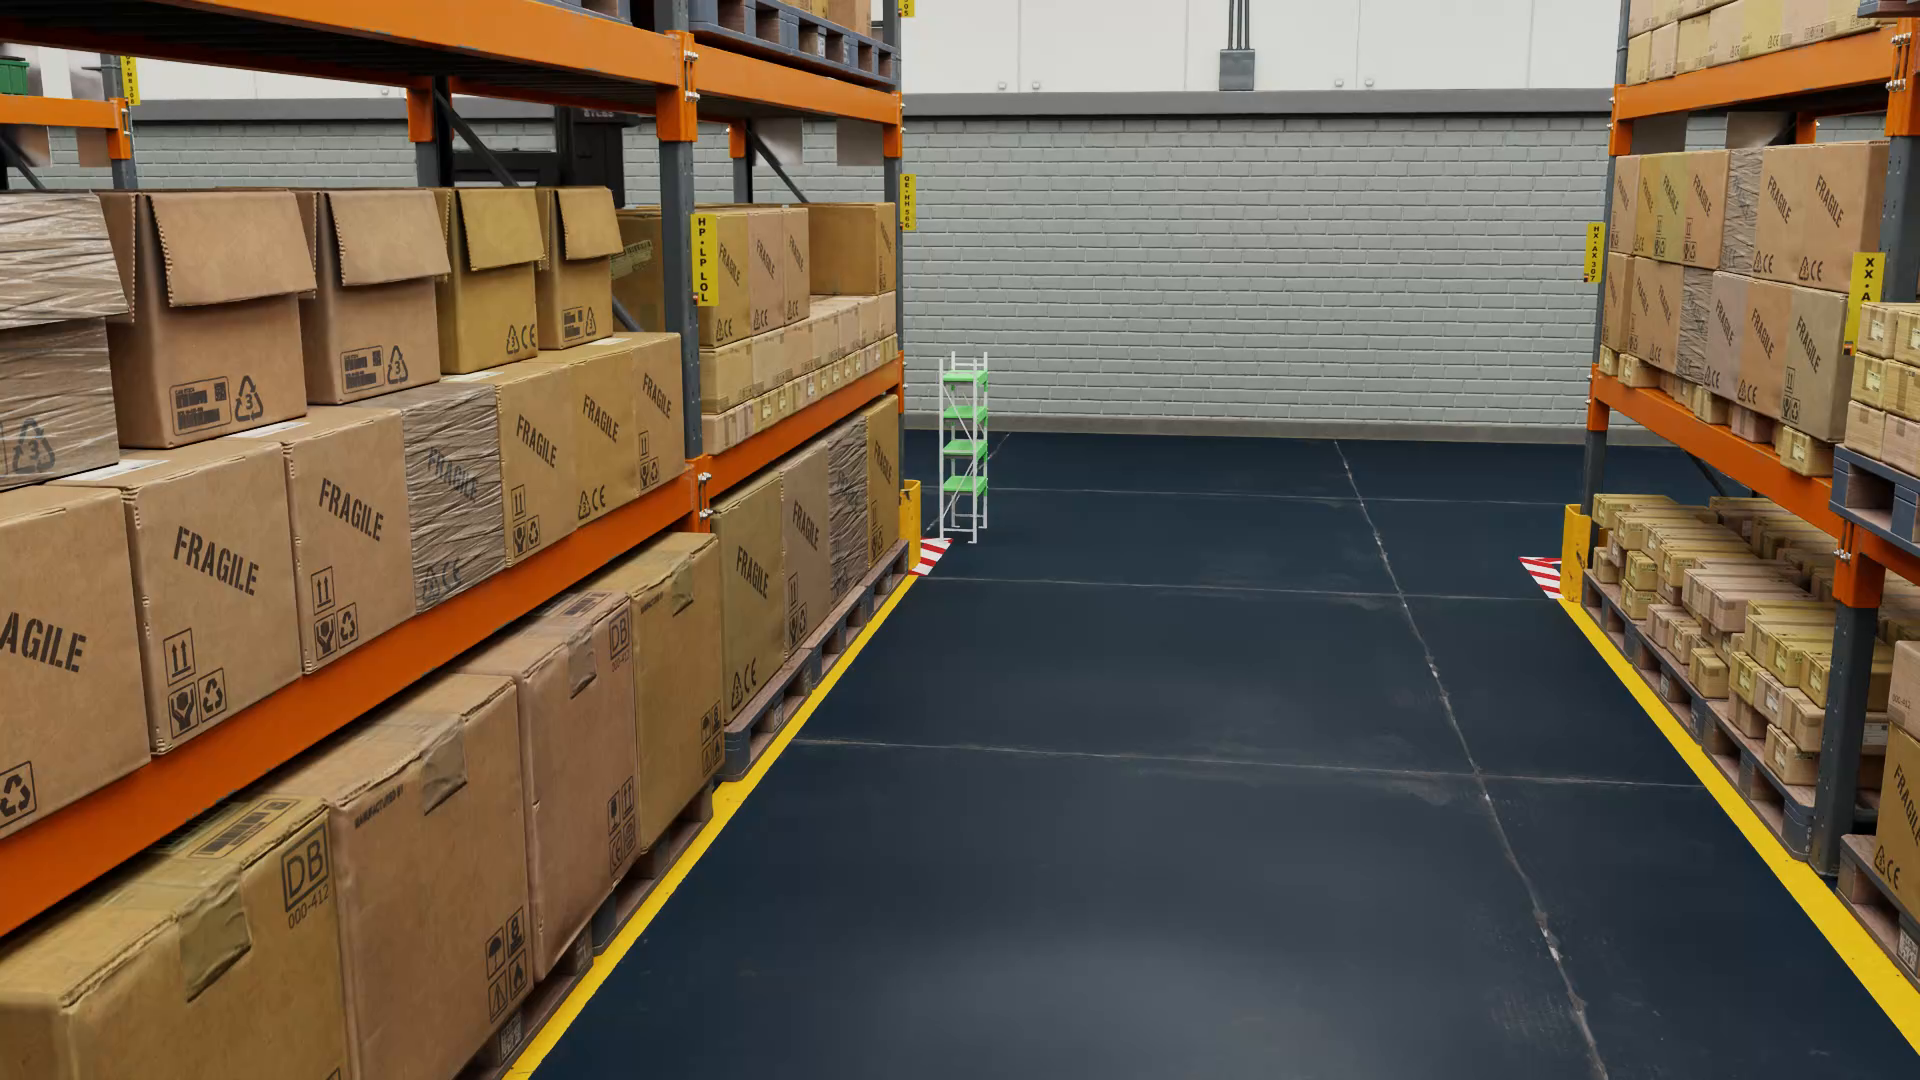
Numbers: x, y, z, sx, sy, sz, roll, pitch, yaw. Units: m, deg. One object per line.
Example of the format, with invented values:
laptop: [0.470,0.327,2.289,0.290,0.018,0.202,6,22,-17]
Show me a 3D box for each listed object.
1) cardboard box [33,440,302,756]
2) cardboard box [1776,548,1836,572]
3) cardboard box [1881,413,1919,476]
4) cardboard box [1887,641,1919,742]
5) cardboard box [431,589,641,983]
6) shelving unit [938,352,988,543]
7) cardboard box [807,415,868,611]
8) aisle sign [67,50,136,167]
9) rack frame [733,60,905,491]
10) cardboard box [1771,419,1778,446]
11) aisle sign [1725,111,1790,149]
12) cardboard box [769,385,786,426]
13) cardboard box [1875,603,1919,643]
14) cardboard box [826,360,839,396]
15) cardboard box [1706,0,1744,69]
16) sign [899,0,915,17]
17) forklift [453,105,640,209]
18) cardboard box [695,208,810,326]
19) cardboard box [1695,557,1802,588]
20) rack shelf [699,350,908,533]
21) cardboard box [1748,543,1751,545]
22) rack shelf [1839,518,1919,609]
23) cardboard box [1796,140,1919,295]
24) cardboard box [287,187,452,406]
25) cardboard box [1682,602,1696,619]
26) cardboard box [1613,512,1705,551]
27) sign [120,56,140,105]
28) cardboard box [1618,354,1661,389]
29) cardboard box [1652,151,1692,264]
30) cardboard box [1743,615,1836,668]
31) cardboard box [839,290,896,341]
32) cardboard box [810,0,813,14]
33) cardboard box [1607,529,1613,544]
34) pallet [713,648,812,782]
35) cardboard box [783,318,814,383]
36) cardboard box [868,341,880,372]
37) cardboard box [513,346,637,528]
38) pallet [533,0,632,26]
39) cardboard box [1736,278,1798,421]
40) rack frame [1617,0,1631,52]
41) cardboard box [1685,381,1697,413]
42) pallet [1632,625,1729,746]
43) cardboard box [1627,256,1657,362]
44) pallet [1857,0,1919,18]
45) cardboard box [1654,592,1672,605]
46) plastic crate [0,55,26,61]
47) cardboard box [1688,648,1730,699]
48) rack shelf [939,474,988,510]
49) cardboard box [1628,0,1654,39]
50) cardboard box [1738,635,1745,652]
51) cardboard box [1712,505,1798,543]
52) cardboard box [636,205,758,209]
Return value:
cardboard box: [-1.654,0.090,3.221,0.500,0.500,0.500,2,12,7]
cardboard box: [3.962,0.140,7.582,0.380,0.149,0.250,1,12,7]
cardboard box: [2.874,-0.270,4.727,0.380,0.149,0.250,2,12,10]
cardboard box: [3.051,0.483,4.790,0.500,0.250,0.500,1,12,6]
cardboard box: [-1.675,0.659,4.863,1.225,0.875,0.875,1,12,7]
shelving unit: [0.025,-0.621,11.027,0.258,1.200,0.503,2,12,9]
cardboard box: [-1.003,-0.168,8.702,0.875,0.875,0.875,2,12,9]
aisle sign: [-5.438,-2.764,10.528,0.394,0.787,0.004,2,12,9]
rack frame: [-0.844,-1.327,10.031,1.000,3.000,0.127,2,12,9]
cardboard box: [3.378,-0.419,6.415,0.380,0.149,0.250,2,12,7]
aisle sign: [4.349,-2.422,8.940,0.394,0.787,0.004,2,12,9]
cardboard box: [-0.966,-0.587,7.192,0.380,0.149,0.250,2,12,7]
cardboard box: [3.792,0.355,6.584,0.380,0.149,0.250,2,12,7]
cardboard box: [-0.809,-0.801,8.188,0.380,0.149,0.250,2,12,10]
cardboard box: [3.478,-2.129,6.988,0.500,0.250,0.500,2,12,8]
sign: [-0.310,-3.167,9.535,0.100,0.325,0.005,2,12,9]
forklift: [-2.859,-1.424,10.642,3.031,2.935,1.130,-3,13,-15]
cardboard box: [-0.974,-1.235,7.475,0.500,0.500,0.500,1,12,7]
cardboard box: [3.498,0.180,7.395,0.380,0.149,0.250,2,12,9]
rack shelf: [-1.152,-0.559,8.175,1.077,0.370,4.000,2,12,9]
cardboard box: [4.149,0.069,8.616,0.380,0.149,0.250,2,12,7]
rack shelf: [3.118,0.455,3.468,1.077,0.370,4.000,2,12,9]
cardboard box: [3.231,-1.102,5.672,0.500,0.500,0.500,1,12,7]
cardboard box: [-1.747,-0.628,4.169,0.797,0.503,0.637,2,12,10]
cardboard box: [3.564,0.273,7.669,0.380,0.149,0.250,3,12,12]
cardboard box: [3.536,-0.040,8.418,0.380,0.149,0.250,2,12,8]
sign: [-5.192,-2.888,10.404,0.100,0.325,0.005,2,12,9]
cardboard box: [3.575,-0.857,8.447,0.380,0.149,0.250,2,12,7]
cardboard box: [3.537,-1.531,7.660,0.500,0.500,0.500,2,12,7]
cardboard box: [3.255,0.396,6.395,0.380,0.149,0.250,2,12,8]
cardboard box: [-0.656,-1.290,9.508,0.500,0.250,0.500,2,12,8]
cardboard box: [-1.108,-2.764,8.108,0.700,0.500,0.500,1,12,5]
cardboard box: [3.707,-0.002,8.945,0.380,0.149,0.250,2,12,11]
pallet: [-1.265,0.713,7.184,1.003,0.211,1.213,2,12,9]
cardboard box: [-0.973,-0.867,7.547,0.500,0.250,0.500,2,12,10]
cardboard box: [-0.652,-1.013,9.169,0.380,0.149,0.250,2,12,9]
cardboard box: [-1.344,-0.334,5.187,0.500,0.500,0.500,2,12,10]
pallet: [-1.552,-1.675,4.979,0.805,0.209,1.217,1,12,6]
cardboard box: [3.302,-0.725,6.294,0.500,0.500,0.500,2,12,7]
rack frame: [4.041,-4.078,8.556,1.000,3.000,0.127,2,12,9]
cardboard box: [3.478,-0.639,7.436,0.380,0.149,0.250,2,12,11]
pallet: [3.680,0.655,7.454,1.003,0.211,1.213,2,12,9]
cardboard box: [3.642,-1.143,8.233,0.500,0.500,0.500,2,12,9]
pallet: [3.226,-1.562,4.448,1.213,0.211,1.003,2,12,9]
cardboard box: [3.561,0.357,7.989,0.380,0.149,0.250,2,12,9]
plastic crate: [-6.073,-2.819,10.144,0.497,0.269,0.590,2,12,9]
cardboard box: [3.309,0.568,7.010,0.380,0.149,0.250,2,12,9]
rack shelf: [0.025,-0.324,11.091,0.258,0.148,0.480,2,12,9]
cardboard box: [3.715,-2.698,8.441,0.500,0.250,0.500,2,12,10]
cardboard box: [3.349,0.492,6.653,0.380,0.149,0.250,2,12,9]
cardboard box: [4.115,-0.079,8.598,0.380,0.149,0.250,2,12,10]
cardboard box: [-1.335,-1.462,8.529,0.500,0.500,0.500,2,12,7]
